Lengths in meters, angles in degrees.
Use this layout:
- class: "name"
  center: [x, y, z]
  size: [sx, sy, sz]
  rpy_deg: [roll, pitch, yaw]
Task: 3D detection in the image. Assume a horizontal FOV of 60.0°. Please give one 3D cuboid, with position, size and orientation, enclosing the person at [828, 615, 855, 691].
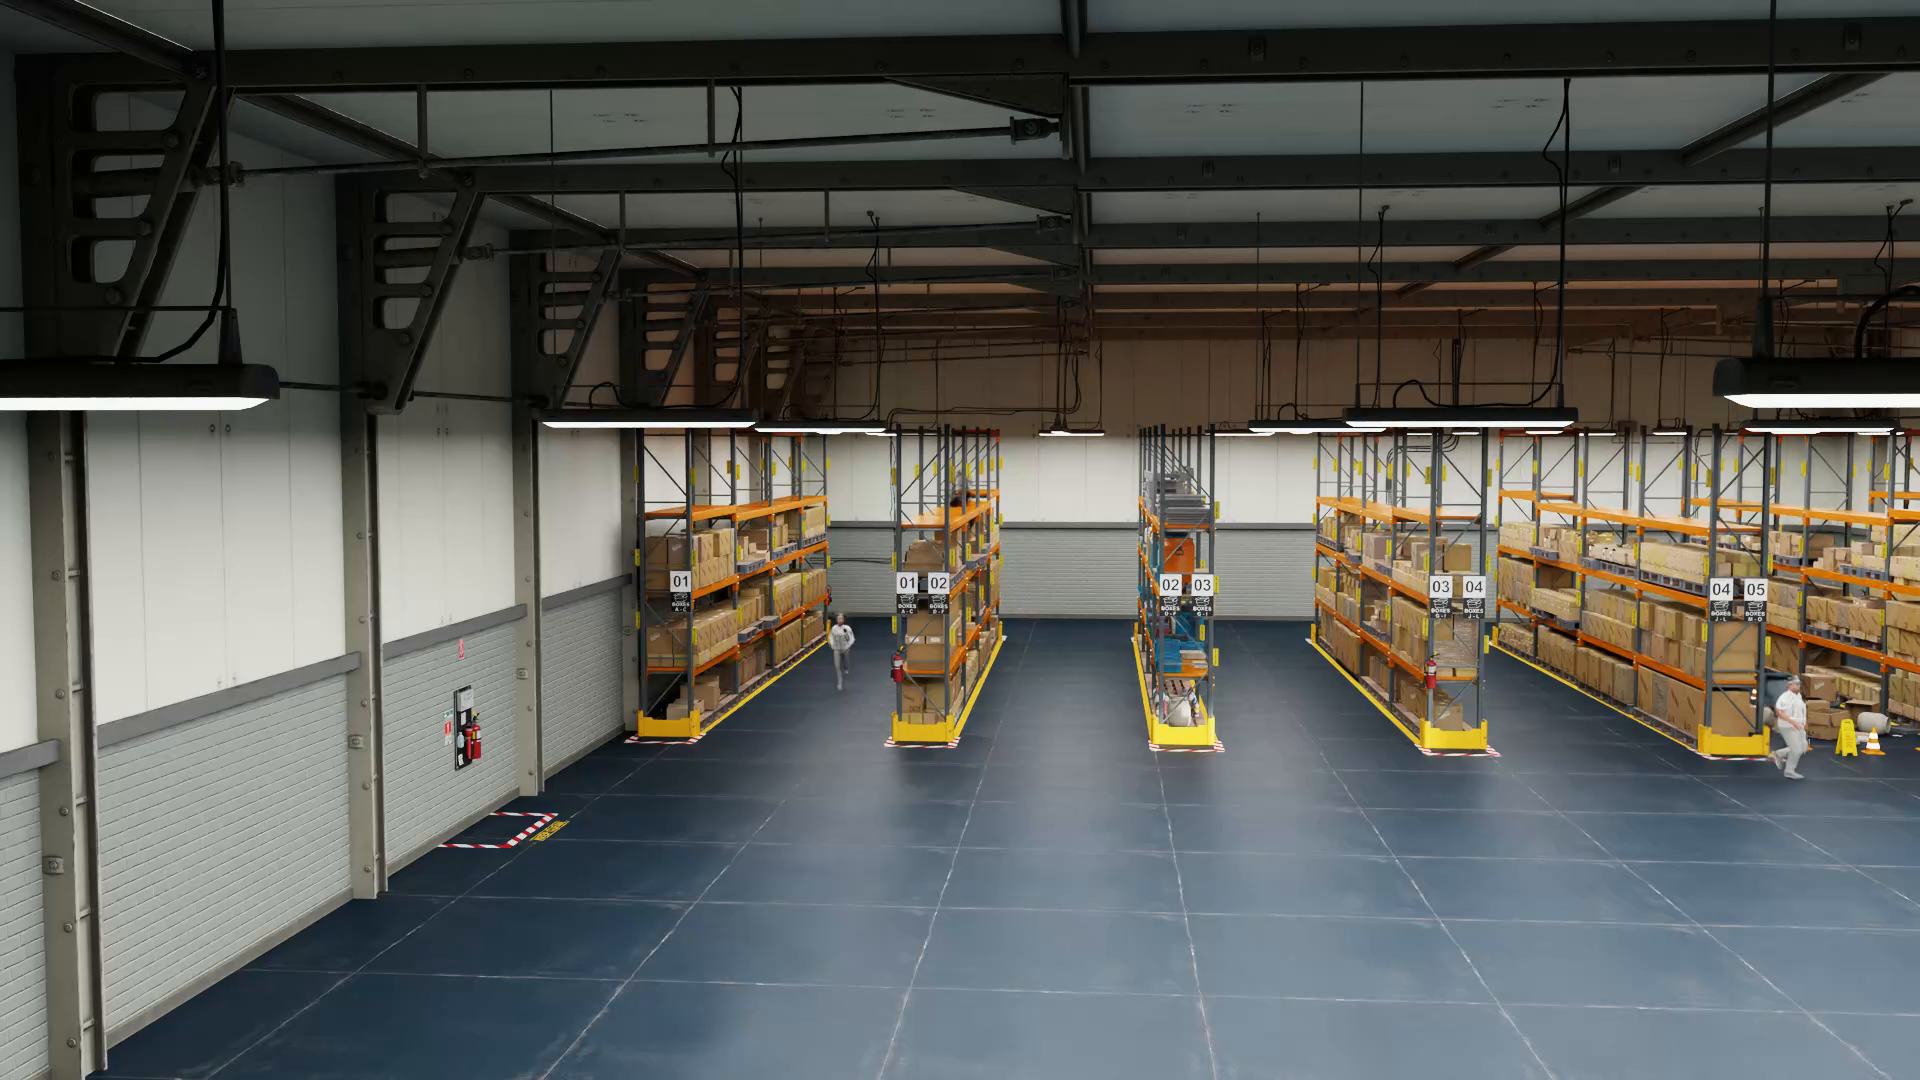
- class: "person"
  center: [-2.672, 2.510, 37.364]
  size: [0.611, 1.676, 0.840]
  rpy_deg: [0, 3, -1]

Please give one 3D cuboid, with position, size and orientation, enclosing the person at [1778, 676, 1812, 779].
- class: "person"
  center: [14.084, 3.141, 28.067]
  size: [0.711, 1.732, 0.628]
  rpy_deg: [-3, 4, -37]
